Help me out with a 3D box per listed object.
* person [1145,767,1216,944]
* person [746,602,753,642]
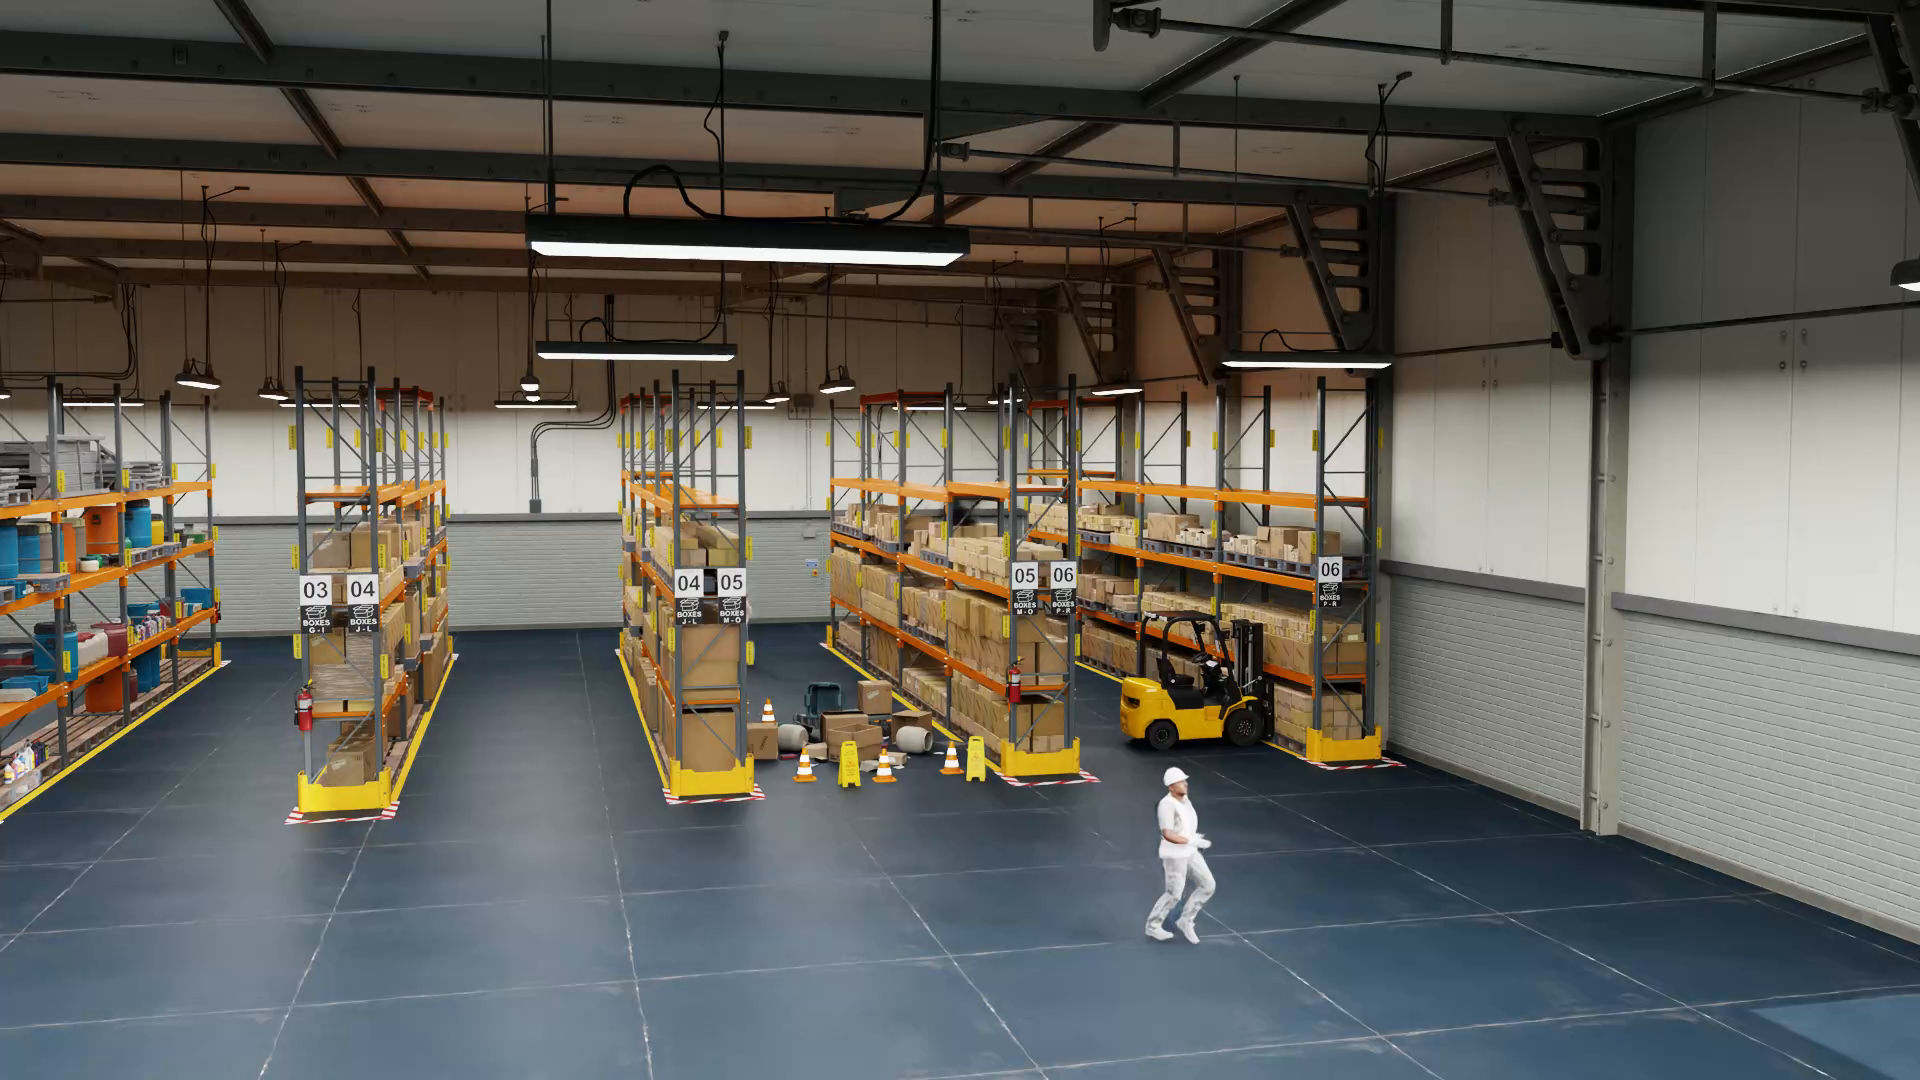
[{"bbox_3d":[2.201,3.144,16.547,0.705,1.782,0.693,2,4,30],"label":"person"},{"bbox_3d":[-4.969,1.933,37.584,0.605,1.654,0.540,-2,4,-31],"label":"person"}]
